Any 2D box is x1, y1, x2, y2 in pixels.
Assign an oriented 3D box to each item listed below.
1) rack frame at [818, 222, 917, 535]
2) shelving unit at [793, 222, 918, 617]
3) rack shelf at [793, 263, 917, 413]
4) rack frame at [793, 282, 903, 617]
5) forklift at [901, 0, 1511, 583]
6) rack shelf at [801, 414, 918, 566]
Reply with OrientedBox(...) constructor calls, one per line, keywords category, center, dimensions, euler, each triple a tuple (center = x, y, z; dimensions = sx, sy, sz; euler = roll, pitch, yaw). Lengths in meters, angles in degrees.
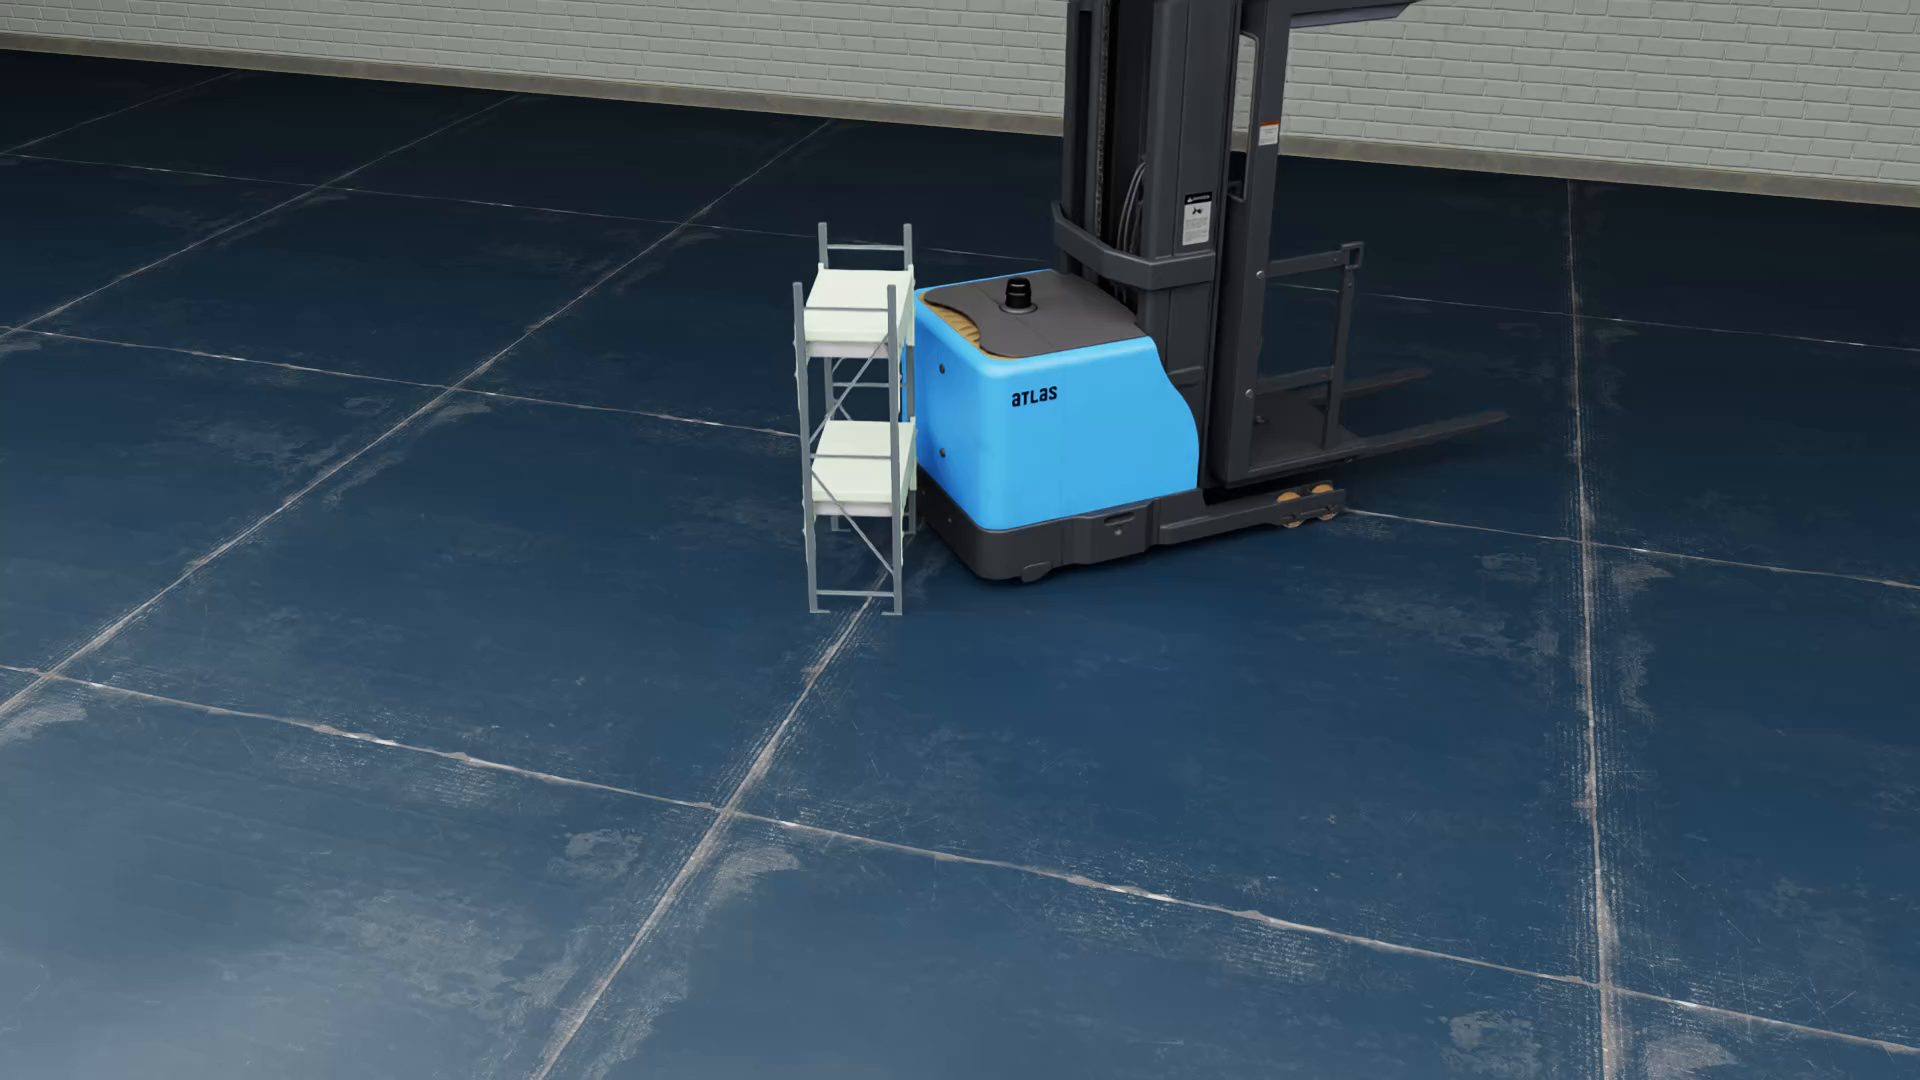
OrientedBox(category="rack frame", center=(-0.404, -0.692, 7.451), dimensions=(0.400, 1.500, 0.023), euler=(2, 29, 3))
OrientedBox(category="shelving unit", center=(-0.426, -0.514, 7.132), dimensions=(0.431, 1.500, 0.755), euler=(2, 29, 3))
OrientedBox(category="rack shelf", center=(-0.426, -0.855, 6.942), dimensions=(0.431, 0.370, 0.720), euler=(2, 29, 3))
OrientedBox(category="rack frame", center=(-0.448, -0.337, 6.812), dimensions=(0.400, 1.500, 0.023), euler=(2, 29, 3))
OrientedBox(category="forklift", center=(1.275, -1.559, 7.538), dimensions=(3.031, 2.935, 1.130), euler=(-12, 31, -21))
OrientedBox(category="rack shelf", center=(-0.426, -0.229, 7.290), dimensions=(0.431, 0.370, 0.720), euler=(2, 29, 3))
